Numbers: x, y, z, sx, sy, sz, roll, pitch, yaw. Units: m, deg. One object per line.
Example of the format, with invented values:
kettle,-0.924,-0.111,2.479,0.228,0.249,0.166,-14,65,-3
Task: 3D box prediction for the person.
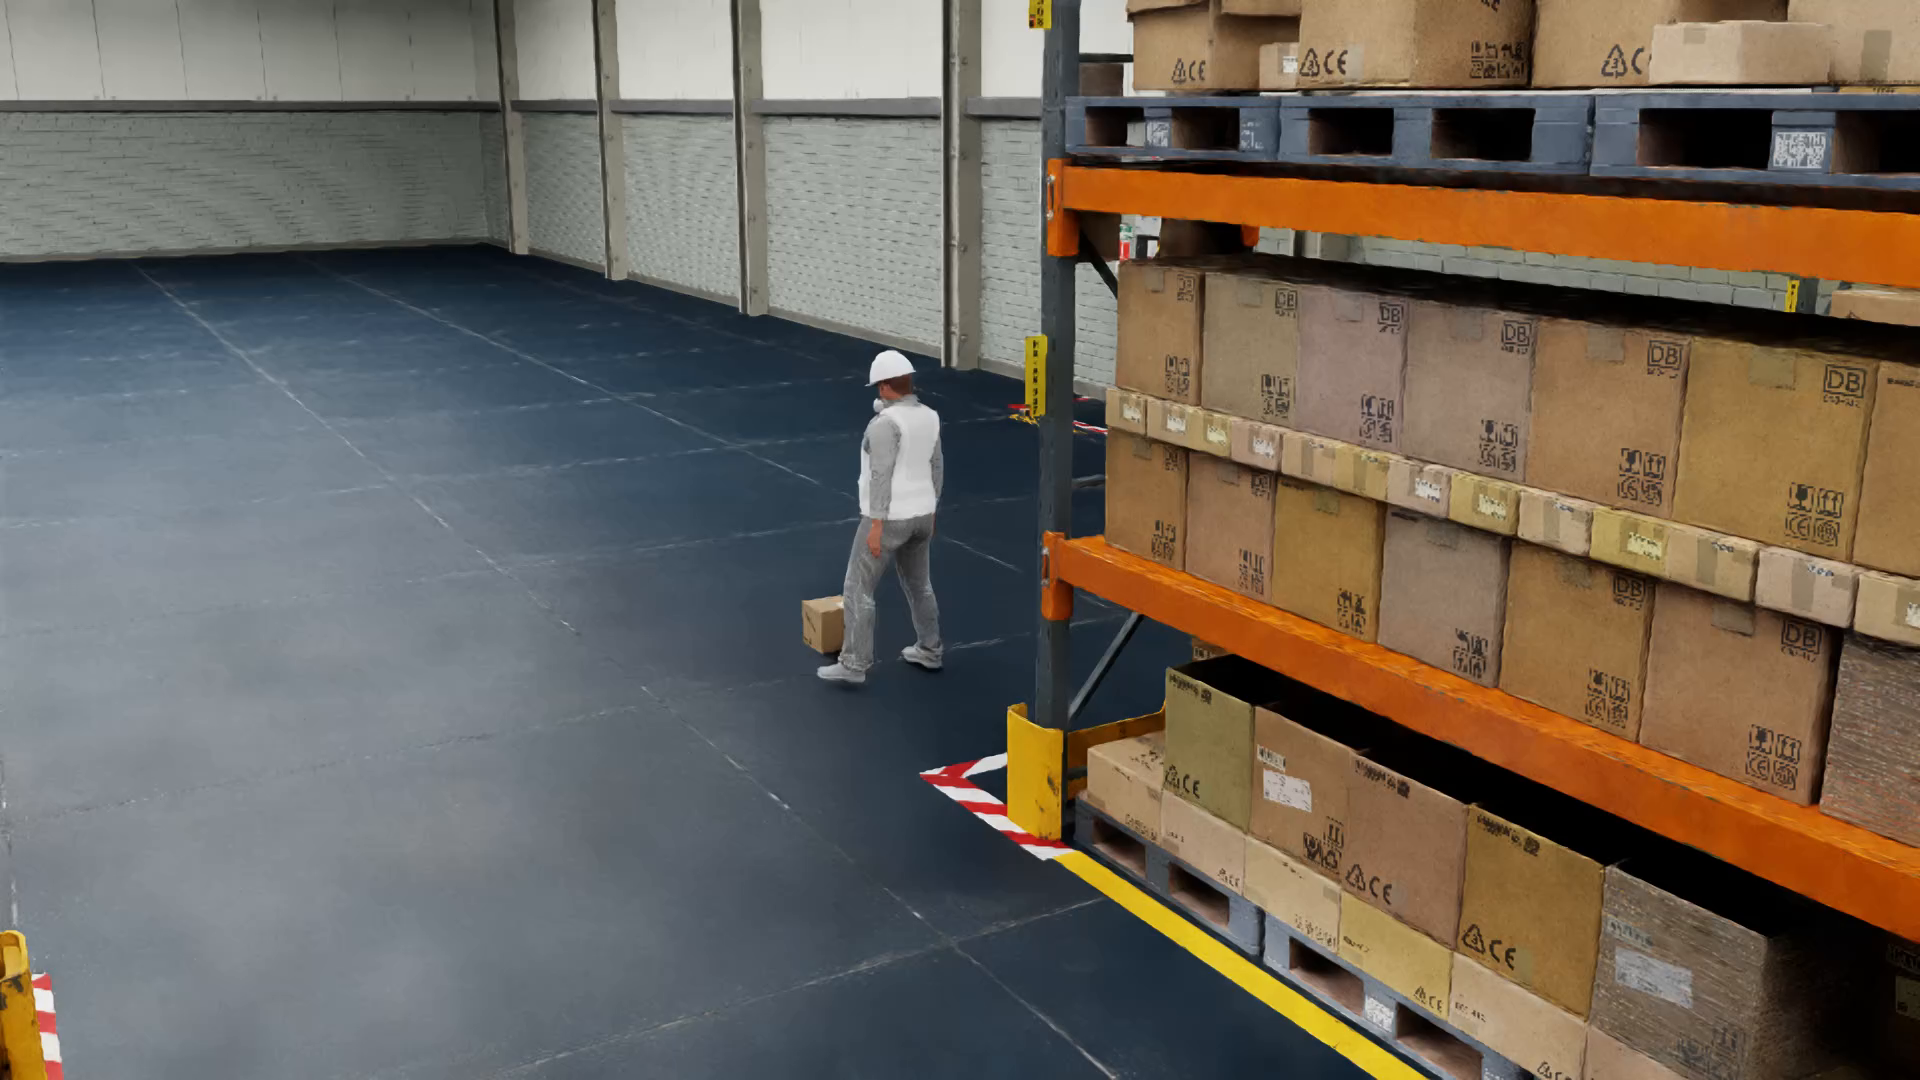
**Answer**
person,-0.402,-0.127,8.875,0.474,1.763,0.689,11,18,35
